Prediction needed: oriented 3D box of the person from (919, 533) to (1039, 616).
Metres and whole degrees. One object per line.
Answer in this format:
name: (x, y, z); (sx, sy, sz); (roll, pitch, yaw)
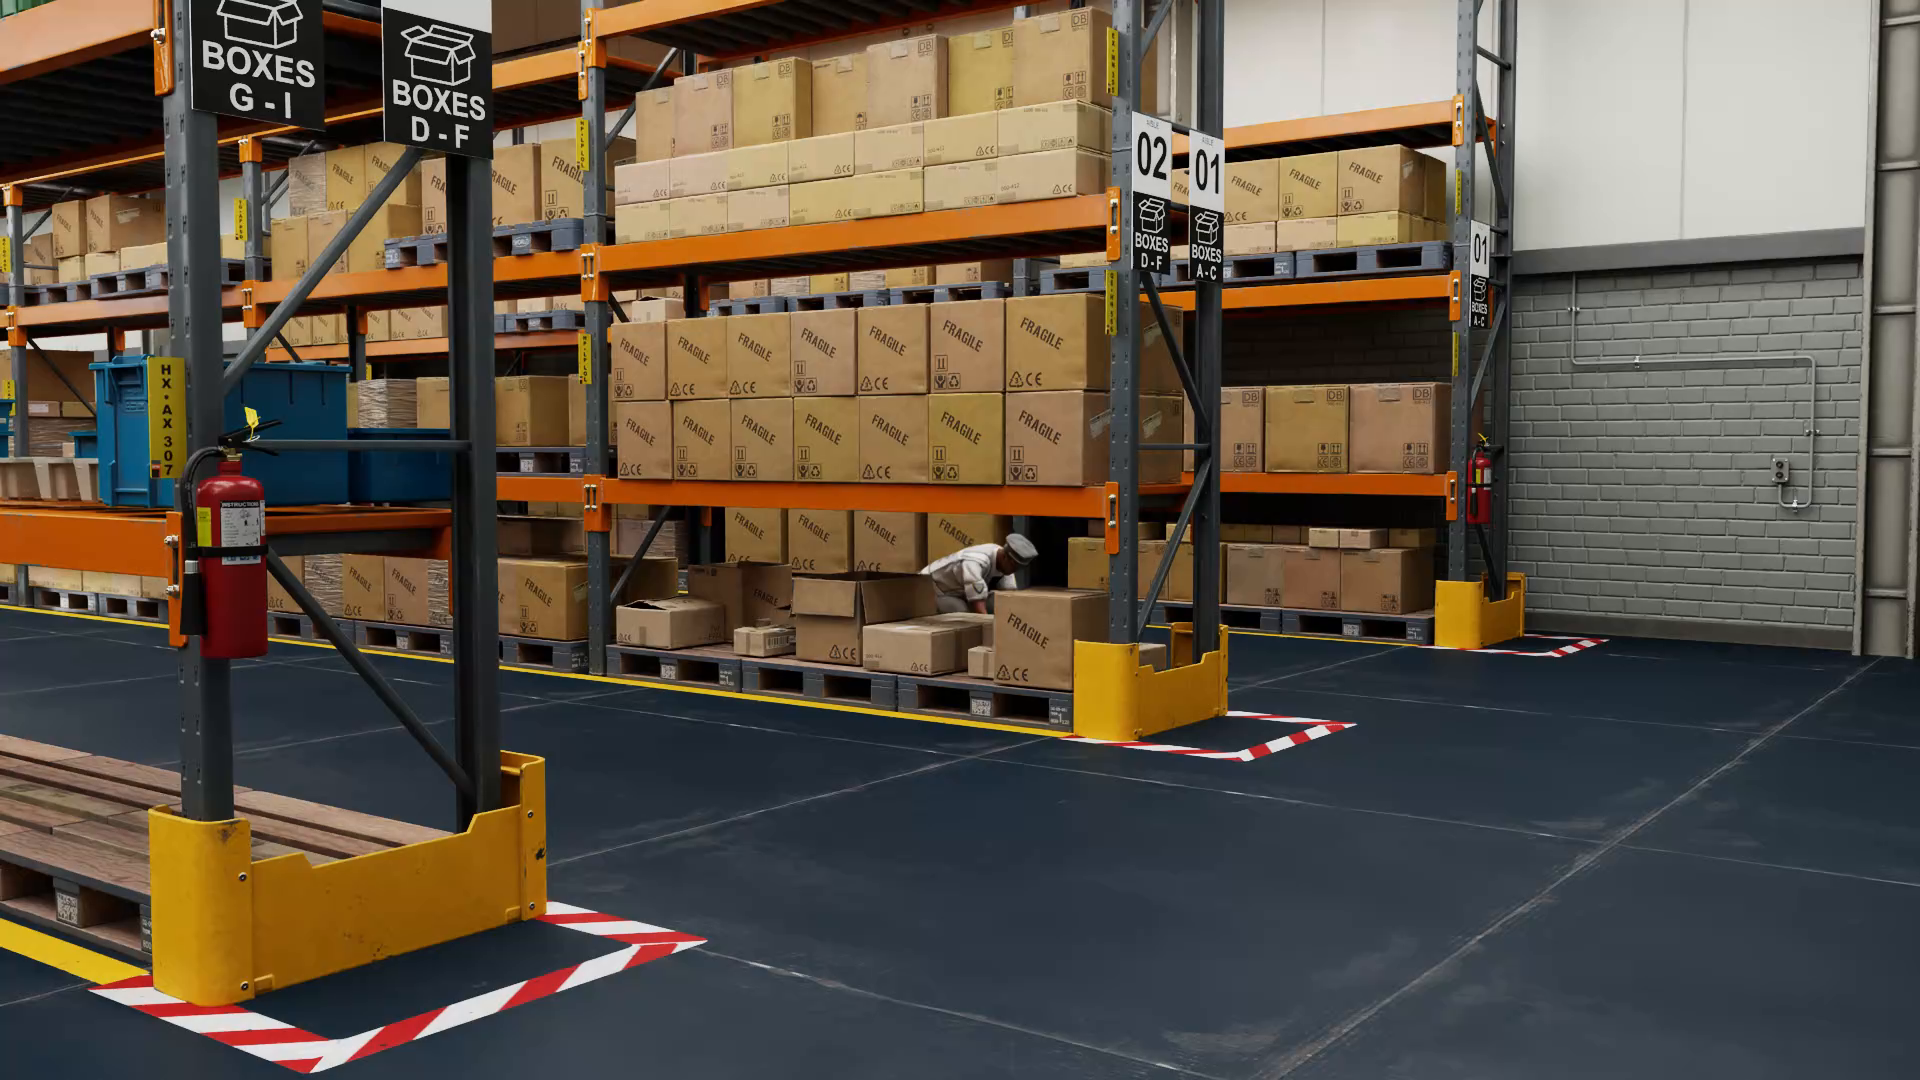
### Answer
person: (0.100, 0.406, 11.616); (0.954, 0.920, 0.560); (3, 4, 39)
